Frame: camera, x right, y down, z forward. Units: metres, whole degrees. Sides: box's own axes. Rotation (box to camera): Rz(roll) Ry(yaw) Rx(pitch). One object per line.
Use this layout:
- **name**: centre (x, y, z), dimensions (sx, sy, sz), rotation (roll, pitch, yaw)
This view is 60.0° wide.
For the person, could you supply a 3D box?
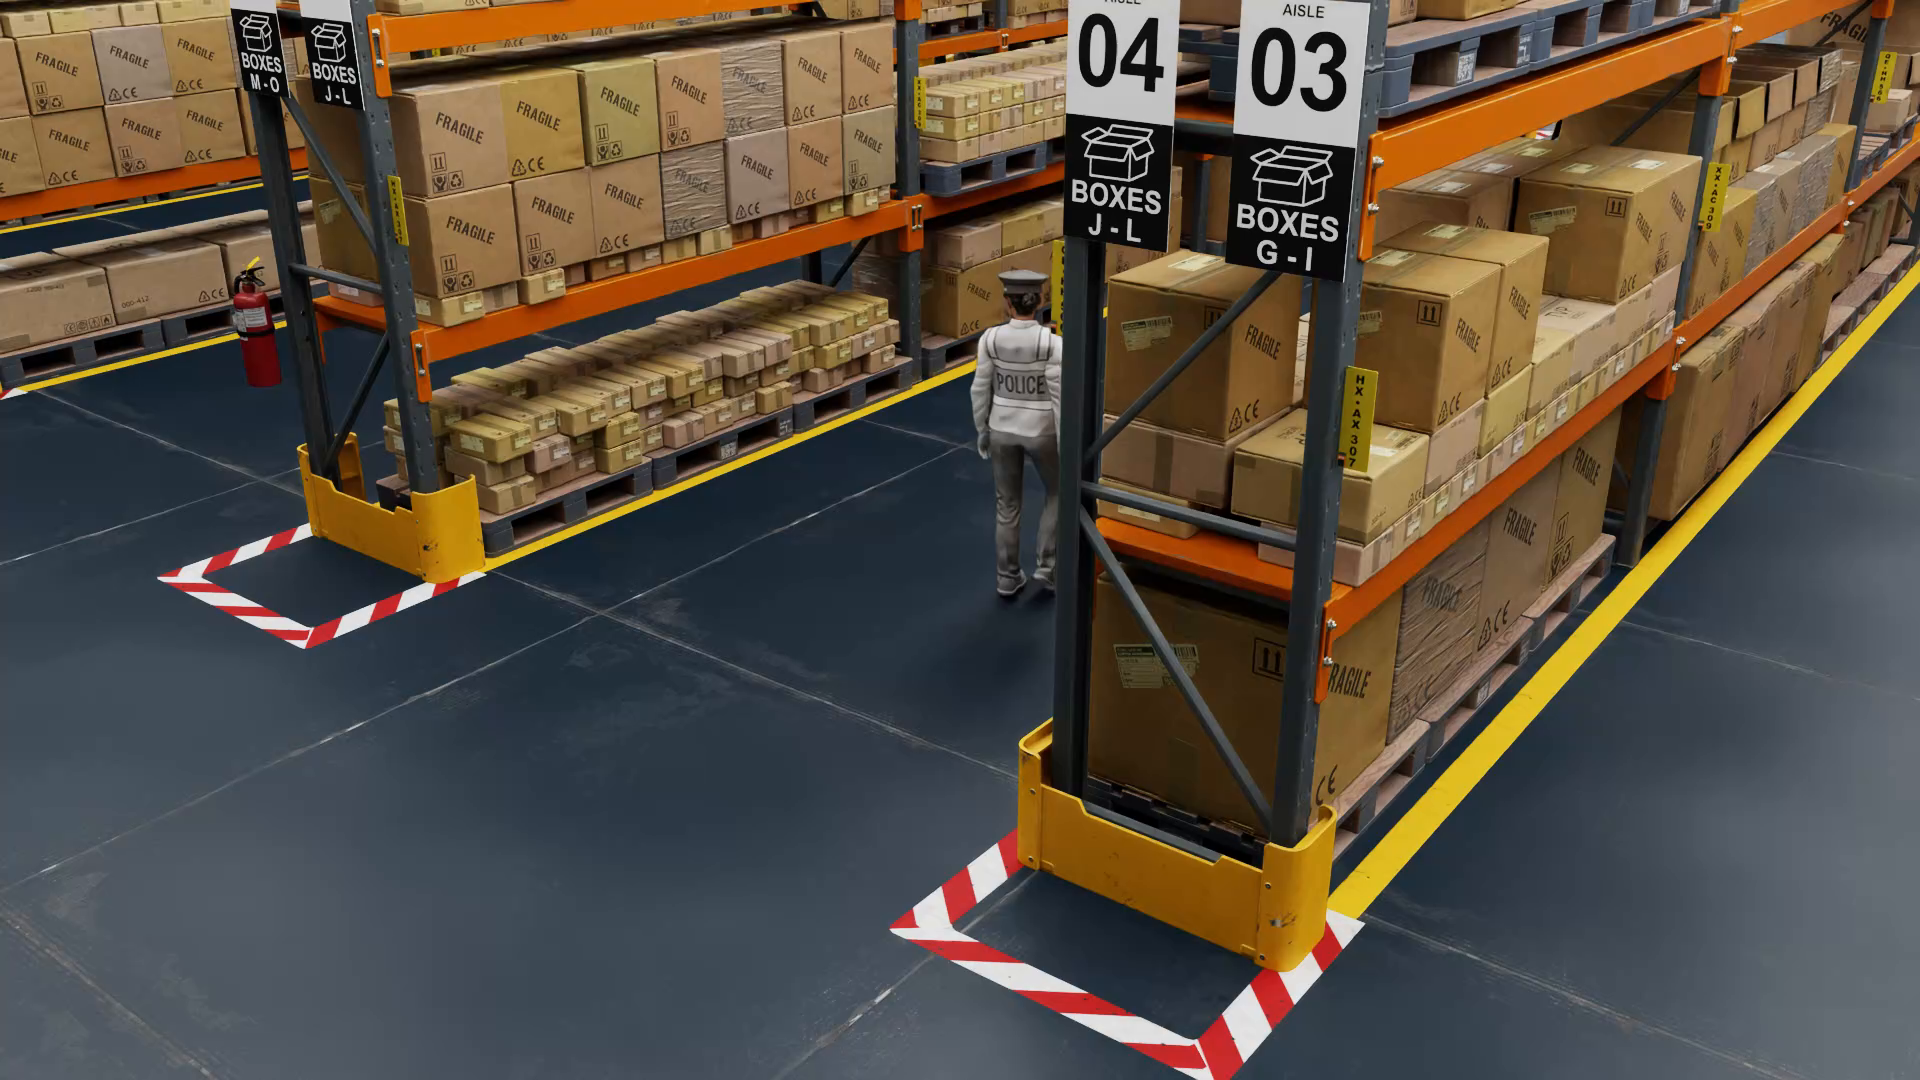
- **person**: centre (0.316, -0.478, 8.234), dimensions (0.516, 1.748, 0.361), rotation (7, 25, 15)
